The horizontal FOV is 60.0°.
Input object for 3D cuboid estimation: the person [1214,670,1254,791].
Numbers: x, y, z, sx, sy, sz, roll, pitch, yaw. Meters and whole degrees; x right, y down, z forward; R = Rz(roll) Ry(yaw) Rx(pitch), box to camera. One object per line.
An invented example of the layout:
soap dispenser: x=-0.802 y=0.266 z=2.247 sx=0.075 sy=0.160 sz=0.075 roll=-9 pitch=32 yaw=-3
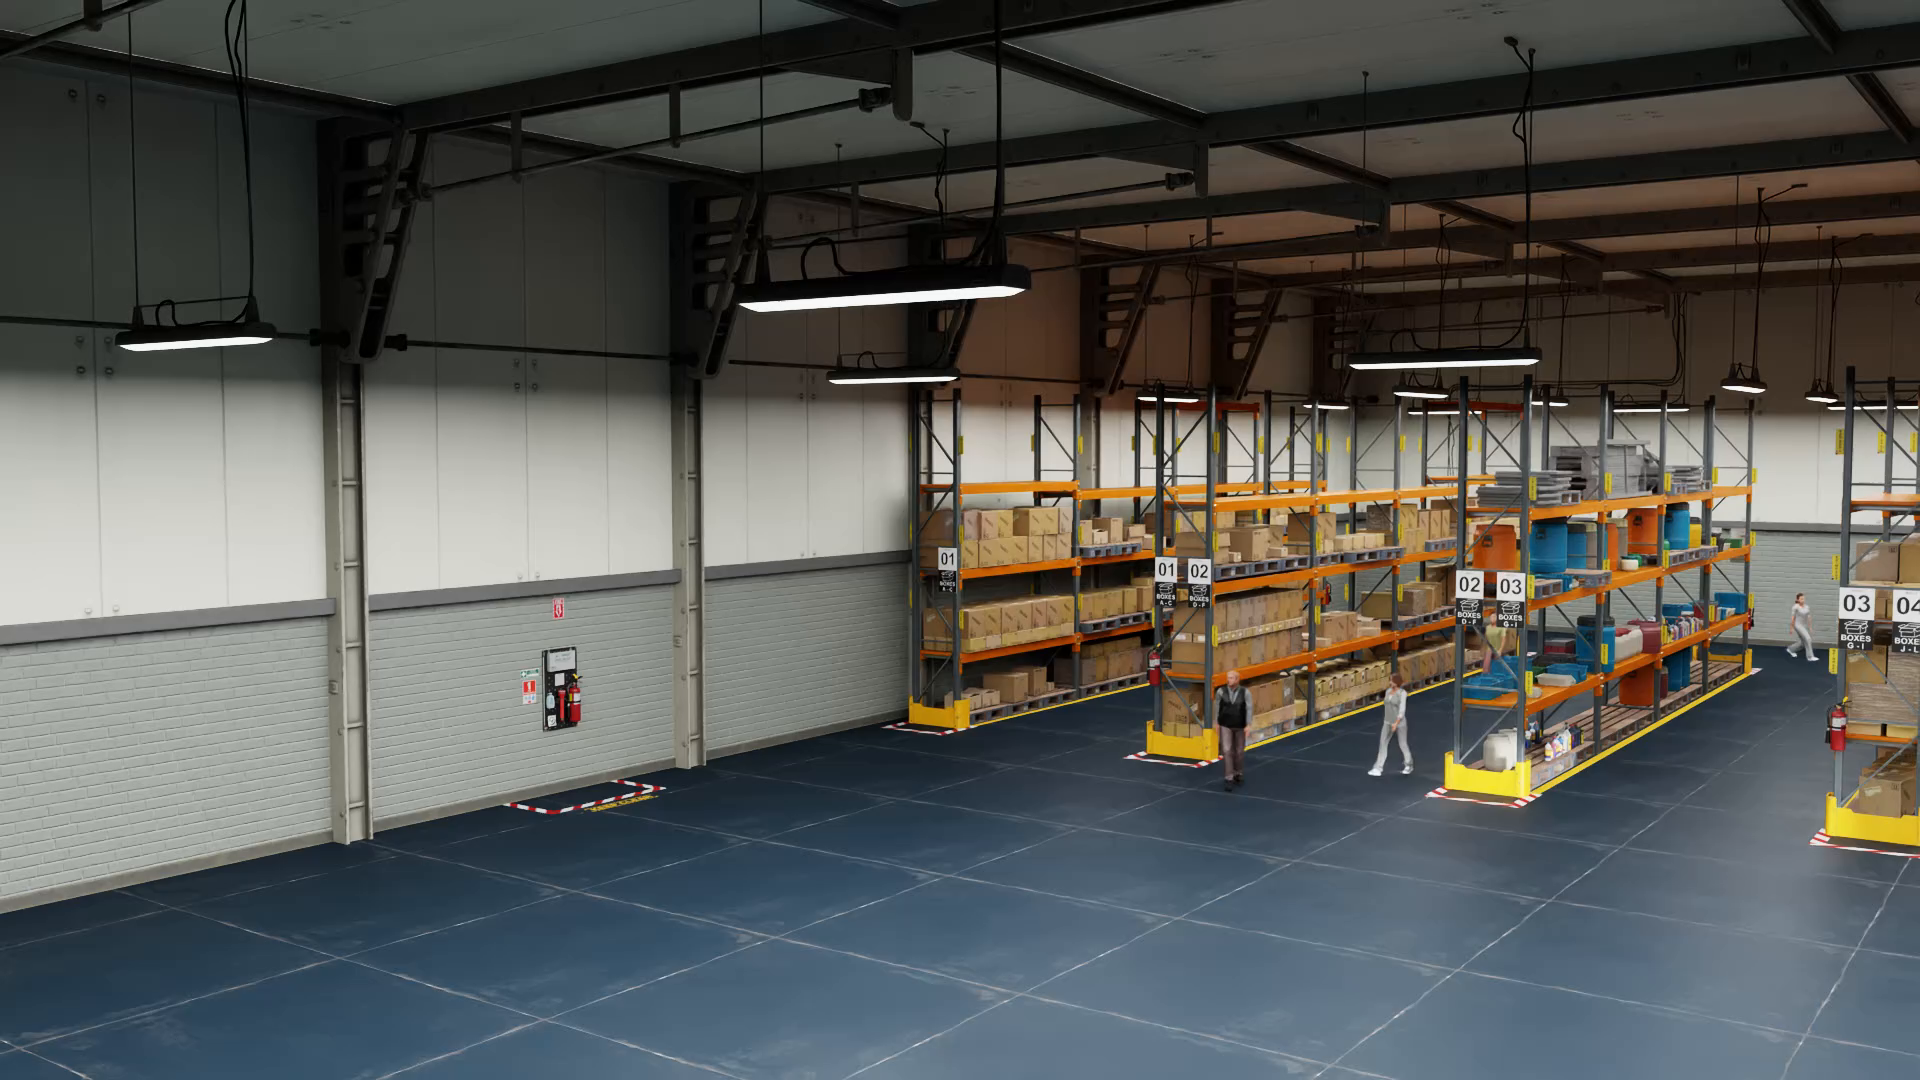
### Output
person: x=4.005 y=2.750 z=24.312 sx=0.564 sy=1.702 sz=0.863 roll=0 pitch=3 yaw=8

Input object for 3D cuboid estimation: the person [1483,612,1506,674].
person: x=10.791 y=2.254 z=33.578 sx=0.445 sy=1.600 sz=1.044 roll=2 pitch=4 yaw=27

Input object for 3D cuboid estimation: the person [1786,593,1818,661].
person: x=19.620 y=2.011 z=38.749 sx=0.439 sy=1.562 sz=1.009 roll=-1 pitch=3 yaw=-16

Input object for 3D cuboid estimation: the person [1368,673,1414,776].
person: x=6.516 y=2.779 z=25.052 sx=0.929 sy=1.546 sz=0.426 roll=-3 pitch=4 yaw=-39
